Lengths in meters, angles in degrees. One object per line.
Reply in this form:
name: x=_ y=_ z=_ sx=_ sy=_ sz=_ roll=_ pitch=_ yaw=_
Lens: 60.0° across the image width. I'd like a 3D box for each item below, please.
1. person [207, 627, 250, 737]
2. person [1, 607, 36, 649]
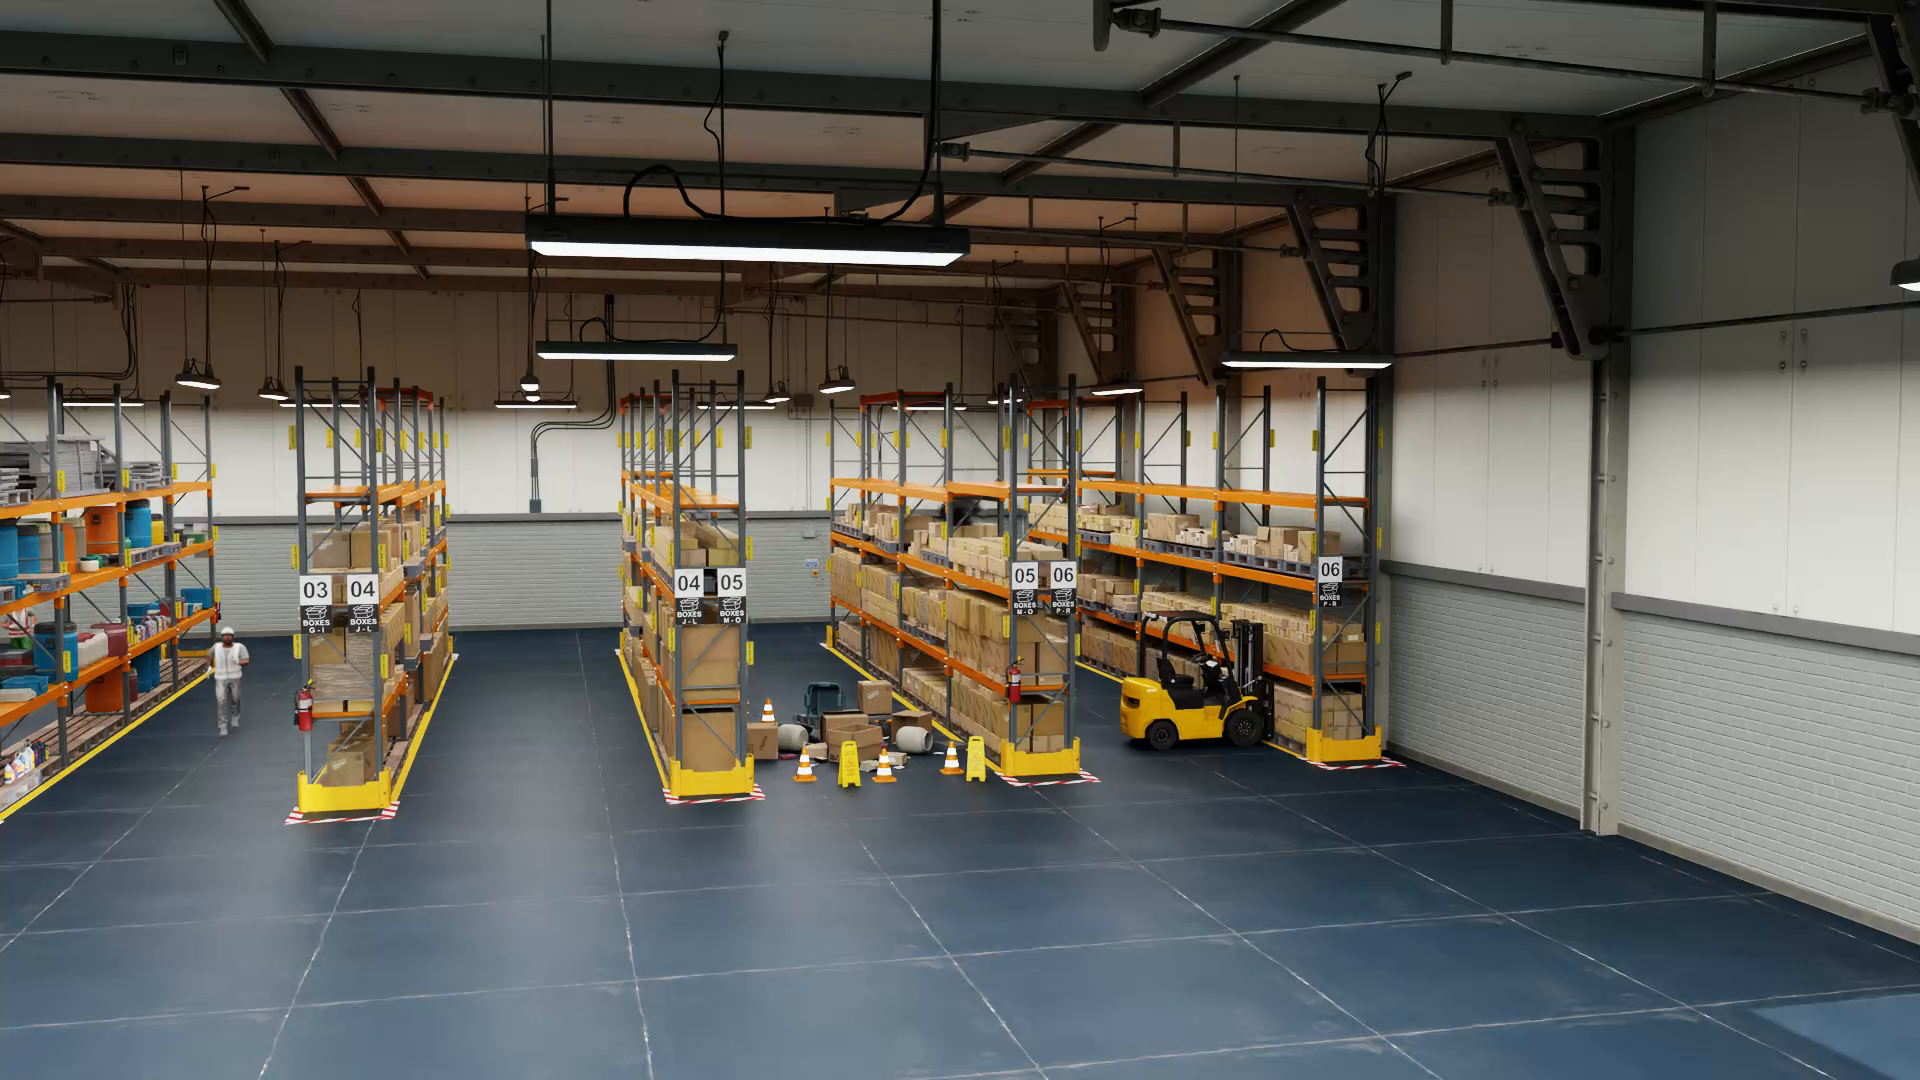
person: x=-12.510 y=2.389 z=28.436 sx=0.678 sy=1.804 sz=0.934 roll=-1 pitch=4 yaw=-23
person: x=-19.574 y=1.973 z=34.605 sx=0.623 sy=1.688 sz=0.886 roll=-1 pitch=4 yaw=-24
